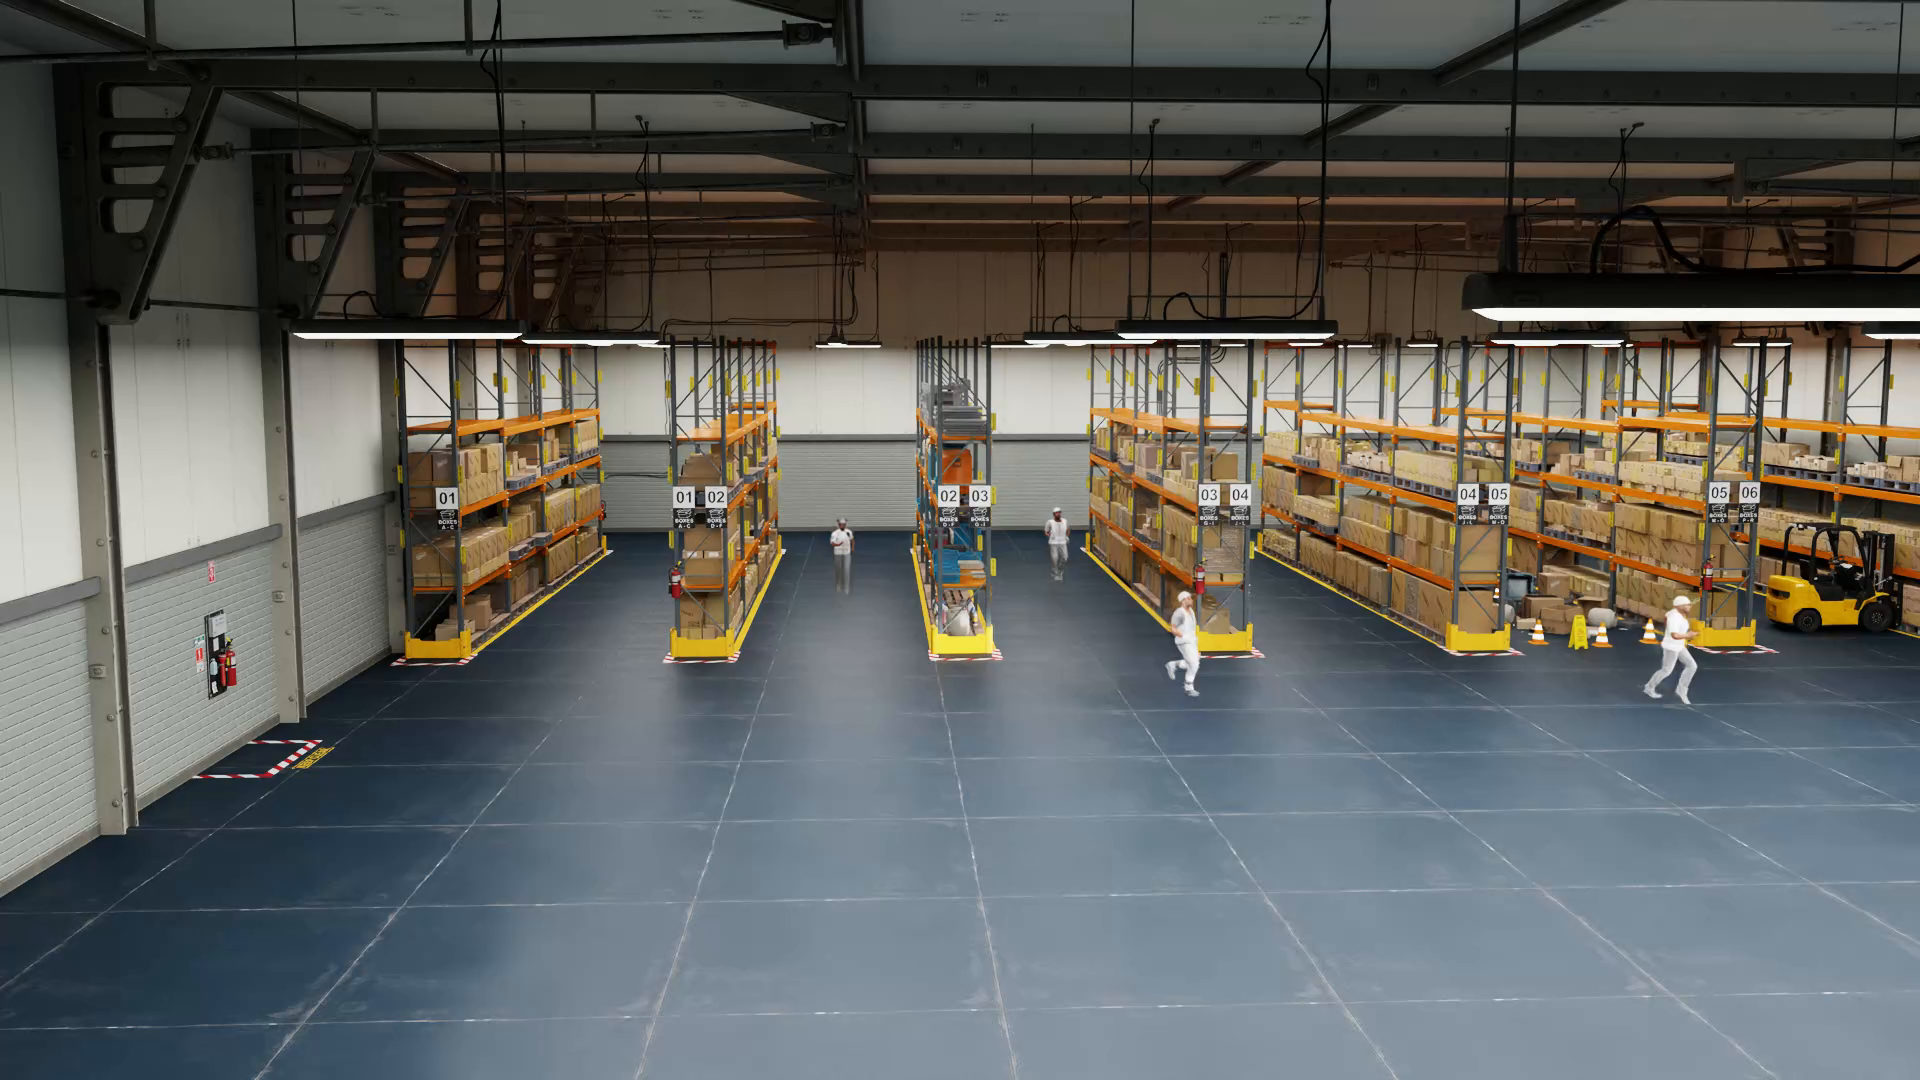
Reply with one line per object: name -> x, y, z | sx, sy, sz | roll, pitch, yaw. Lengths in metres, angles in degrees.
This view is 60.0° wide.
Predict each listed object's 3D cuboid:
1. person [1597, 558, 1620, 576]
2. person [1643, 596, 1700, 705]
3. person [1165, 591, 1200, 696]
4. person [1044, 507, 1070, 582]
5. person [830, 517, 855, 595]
person -> 16.054, 0.206, 41.012 | 0.626, 1.844, 1.009 | 0, 6, 1
person -> 11.601, 1.787, 27.071 | 0.838, 1.792, 0.728 | 5, 8, 36
person -> 3.719, 1.715, 27.811 | 0.670, 1.735, 0.688 | 4, 8, 30
person -> 2.329, 0.120, 39.197 | 0.667, 1.780, 0.591 | -1, 7, -12
person -> -2.624, 0.356, 37.265 | 0.575, 1.737, 0.875 | -1, 7, -10
